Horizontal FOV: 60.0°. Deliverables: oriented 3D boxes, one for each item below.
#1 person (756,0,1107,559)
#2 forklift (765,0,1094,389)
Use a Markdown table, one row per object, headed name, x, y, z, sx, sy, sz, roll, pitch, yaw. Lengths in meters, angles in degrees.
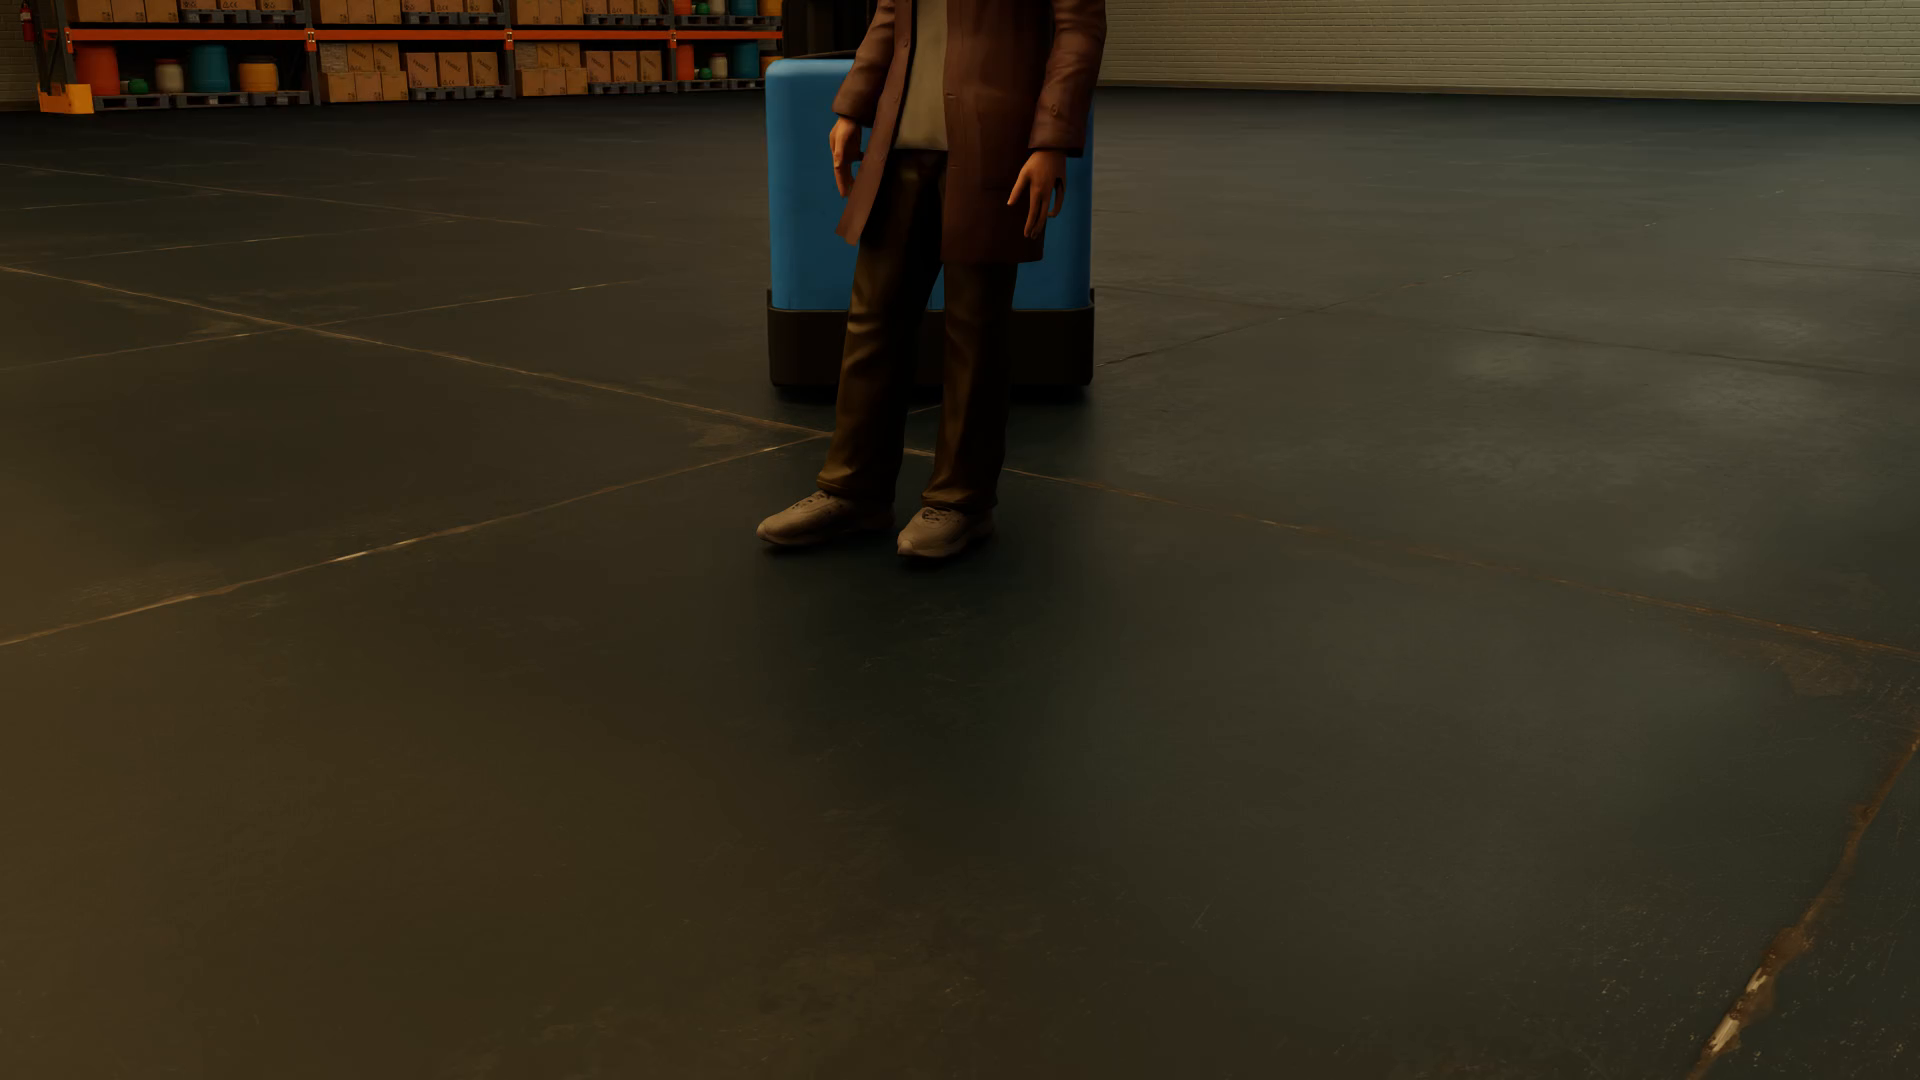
| name | x | y | z | sx | sy | sz | roll | pitch | yaw |
| --- | --- | --- | --- | --- | --- | --- | --- | --- | --- |
| person | -0.063 | -0.837 | 3.616 | 0.694 | 1.775 | 0.576 | 13 | 21 | 37 |
| forklift | -0.122 | -2.268 | 6.367 | 1.130 | 2.935 | 3.031 | 0 | 17 | -1 |
